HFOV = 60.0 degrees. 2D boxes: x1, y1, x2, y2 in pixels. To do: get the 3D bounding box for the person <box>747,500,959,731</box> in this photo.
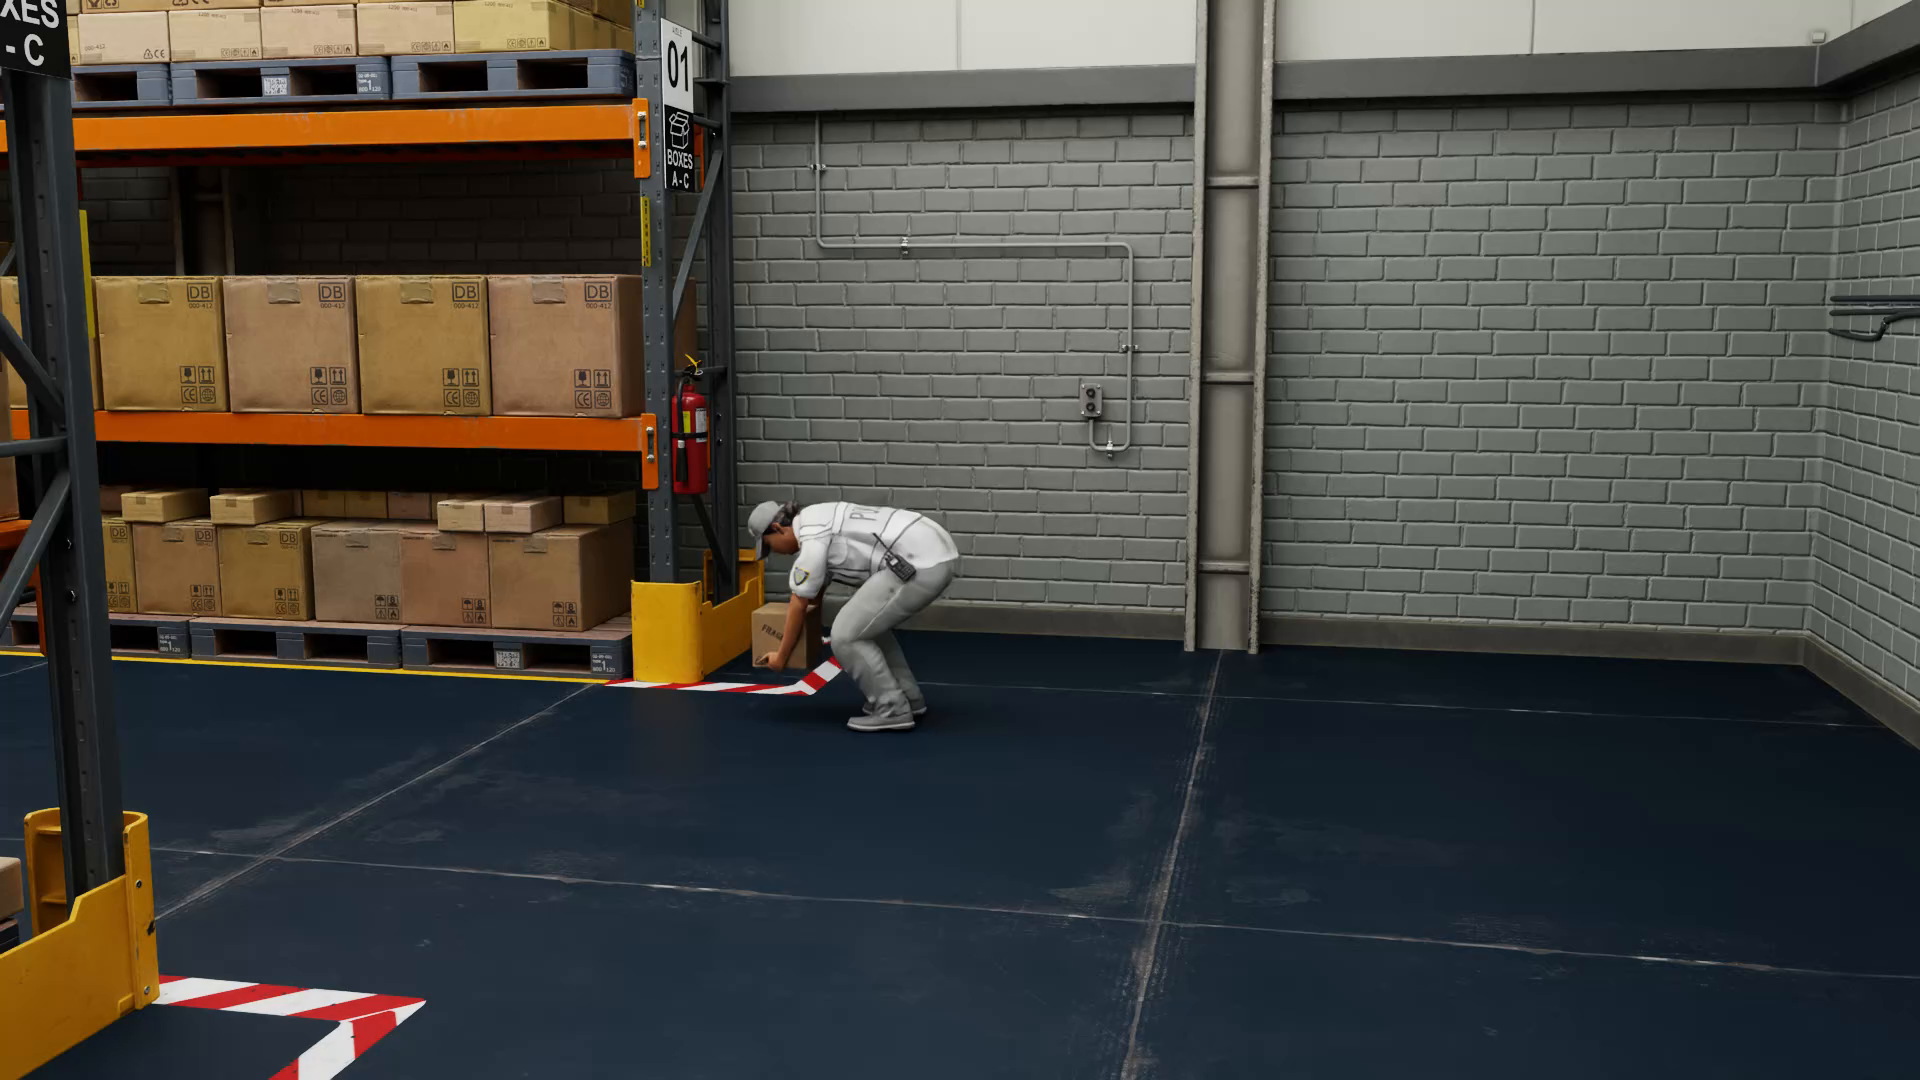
[{"bbox_3d":[-0.479,0.323,7.422,0.938,0.999,0.515,1,8,8],"label":"person"}]
